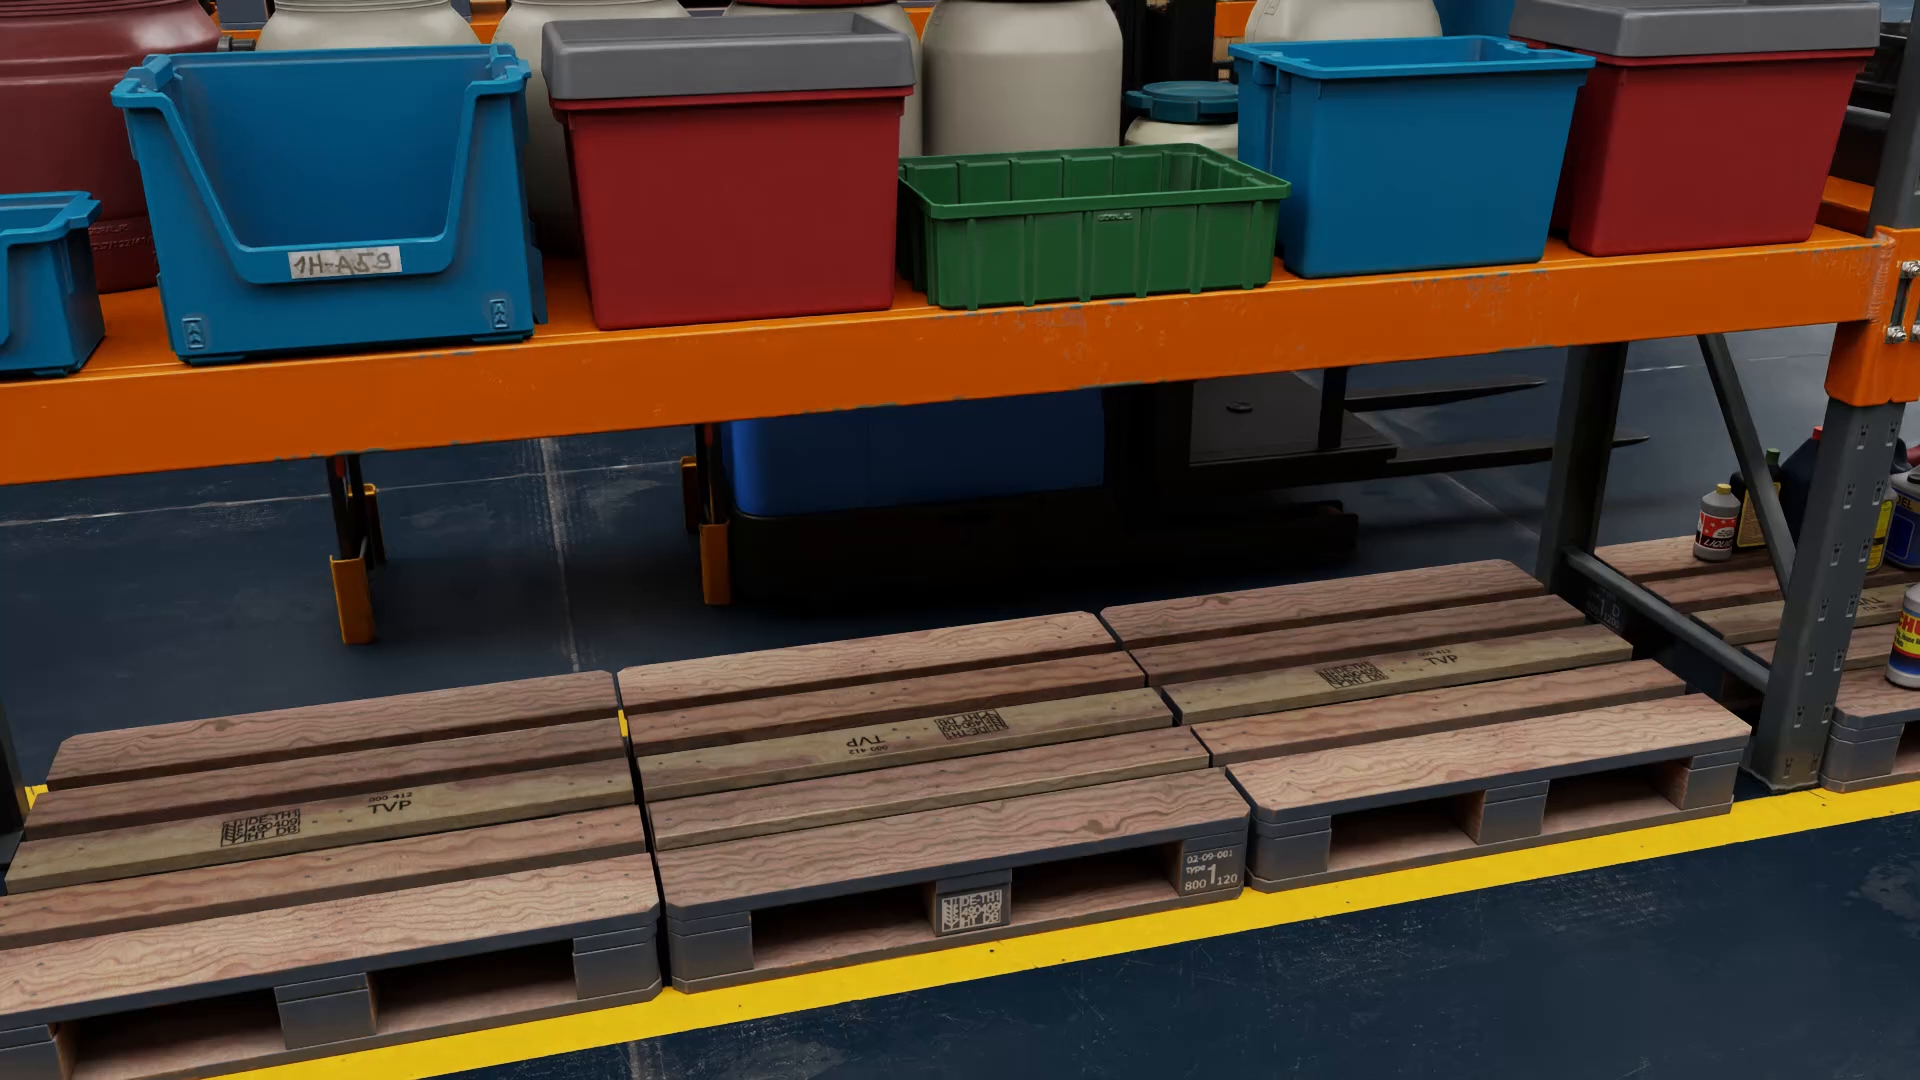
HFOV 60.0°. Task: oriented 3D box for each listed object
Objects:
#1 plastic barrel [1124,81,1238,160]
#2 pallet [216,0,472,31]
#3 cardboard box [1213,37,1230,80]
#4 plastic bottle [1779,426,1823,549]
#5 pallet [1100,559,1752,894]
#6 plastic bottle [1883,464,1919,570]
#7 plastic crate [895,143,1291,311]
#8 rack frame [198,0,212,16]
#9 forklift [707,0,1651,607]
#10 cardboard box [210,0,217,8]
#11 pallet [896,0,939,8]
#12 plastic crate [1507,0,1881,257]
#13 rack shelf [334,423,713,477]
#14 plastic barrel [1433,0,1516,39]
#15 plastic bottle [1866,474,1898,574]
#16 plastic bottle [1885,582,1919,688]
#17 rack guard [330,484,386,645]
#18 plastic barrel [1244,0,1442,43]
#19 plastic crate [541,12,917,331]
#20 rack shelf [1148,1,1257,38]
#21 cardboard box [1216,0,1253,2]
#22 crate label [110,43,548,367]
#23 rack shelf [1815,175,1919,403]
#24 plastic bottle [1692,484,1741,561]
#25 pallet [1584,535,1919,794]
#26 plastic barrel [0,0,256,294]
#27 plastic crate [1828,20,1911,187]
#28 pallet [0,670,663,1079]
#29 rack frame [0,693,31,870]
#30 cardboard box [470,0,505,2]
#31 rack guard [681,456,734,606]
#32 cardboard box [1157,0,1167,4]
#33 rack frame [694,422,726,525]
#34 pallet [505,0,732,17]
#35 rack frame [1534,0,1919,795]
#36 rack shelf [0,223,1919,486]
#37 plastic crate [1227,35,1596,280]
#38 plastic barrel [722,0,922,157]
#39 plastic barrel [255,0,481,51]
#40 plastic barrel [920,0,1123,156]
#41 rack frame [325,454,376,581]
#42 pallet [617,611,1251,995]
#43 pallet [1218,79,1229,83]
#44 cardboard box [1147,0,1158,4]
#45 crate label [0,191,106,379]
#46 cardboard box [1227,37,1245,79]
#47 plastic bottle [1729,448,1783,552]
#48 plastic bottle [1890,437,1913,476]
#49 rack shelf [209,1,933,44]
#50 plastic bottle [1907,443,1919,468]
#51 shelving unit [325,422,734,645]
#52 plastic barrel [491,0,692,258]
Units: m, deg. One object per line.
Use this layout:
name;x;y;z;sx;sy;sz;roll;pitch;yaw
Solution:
plastic barrel;0.499;-0.835;3.568;0.301;0.262;0.301;0;23;0
pallet;-2.717;-2.464;7.432;1.003;0.211;1.213;-6;24;-14
cardboard box;1.604;-4.206;13.411;0.875;0.875;0.875;-7;24;-15
plastic bottle;2.357;-0.144;4.584;0.185;0.351;0.144;-7;24;-16
pallet;1.069;0.398;4.054;1.213;0.211;1.003;-6;24;-14
plastic bottle;2.606;-0.077;4.521;0.135;0.276;0.152;-6;24;-14
plastic crate;0.214;-0.591;3.093;0.662;0.188;0.450;-6;24;-14
rack frame;-3.375;-2.436;7.123;0.127;3.000;1.000;-6;24;-14
forklift;0.727;-1.458;4.932;3.031;2.935;1.130;-6;24;-13
cardboard box;-5.205;-3.546;11.397;0.500;0.250;0.500;-7;24;-16
pallet;-0.298;-2.747;8.092;1.213;0.211;1.003;-6;24;-14
plastic crate;1.431;-0.843;3.330;0.583;0.464;0.402;-6;24;-14
rack shelf;-1.239;-0.399;4.735;1.000;0.185;0.538;-6;24;-13
plastic barrel;1.361;-1.286;3.806;0.708;0.901;0.600;-6;24;-14
plastic bottle;2.396;-0.090;4.456;0.185;0.351;0.144;-6;24;-14
plastic bottle;2.240;0.203;3.876;0.097;0.271;0.097;0;23;0
rack guard;-1.730;0.060;4.793;0.087;0.250;0.587;-6;24;-13
plastic barrel;0.834;-1.025;3.663;0.433;0.535;0.433;0;23;0
plastic crate;-0.398;-0.641;2.858;0.583;0.464;0.402;-6;24;-14
rack shelf;2.402;-2.744;8.754;4.000;0.370;1.077;-6;24;-14
cardboard box;1.242;-2.714;8.089;0.250;0.149;0.380;-6;24;-14
crate label;-1.007;-0.575;2.740;0.616;0.435;0.502;-6;24;-14
rack shelf;3.740;-0.864;4.371;4.000;0.370;1.077;-6;24;-14
plastic bottle;2.080;-0.055;4.564;0.097;0.201;0.097;0;23;0
pallet;2.473;0.244;4.413;1.213;0.211;1.003;-6;24;-14
plastic barrel;-1.672;-0.782;3.097;0.708;0.536;0.600;-6;24;-14
plastic crate;2.353;-0.960;3.763;0.504;0.338;0.767;-6;24;-14
pallet;-1.280;0.658;3.448;1.213;0.211;1.003;-6;24;-14
rack frame;-2.037;-0.555;2.740;0.127;3.000;1.000;-6;24;-14
cardboard box;-3.166;-3.614;12.189;0.750;0.750;1.050;-6;24;-14
rack guard;-0.766;-0.038;5.023;0.087;0.250;0.587;-6;24;-13
cardboard box;1.009;-2.677;8.003;0.250;0.149;0.380;-6;24;-14
rack frame;-0.747;-0.615;4.781;0.032;1.500;0.500;-6;24;-13
pallet;-1.480;-2.574;7.688;1.213;0.211;1.003;-6;24;-14
rack frame;1.815;-0.981;3.733;0.127;3.000;1.000;-6;24;-14
rack shelf;-0.111;-0.438;3.378;4.000;0.370;1.077;-6;24;-14
plastic crate;0.837;-0.738;3.187;0.575;0.384;0.392;-6;24;-14
plastic barrel;-0.289;-0.901;3.373;0.433;0.535;0.433;0;23;0
plastic barrel;-1.104;-0.797;3.162;0.421;0.512;0.421;0;23;0
plastic barrel;0.128;-0.947;3.481;0.433;0.535;0.433;0;23;0
rack frame;-1.731;-0.514;4.547;0.032;1.500;0.500;-6;24;-13
pallet;-0.108;0.530;3.748;1.213;0.211;1.003;-6;24;-14
pallet;2.337;-3.785;13.804;1.213;0.211;1.003;-6;24;-14
cardboard box;0.765;-2.655;7.952;0.250;0.149;0.380;-6;24;-14
crate label;-1.530;-0.381;2.546;0.416;0.233;0.303;-6;24;-14
cardboard box;2.450;-4.301;13.632;0.875;0.875;0.875;-6;24;-14
plastic bottle;2.189;-0.112;4.593;0.133;0.283;0.061;-5;24;-12
plastic bottle;2.542;-0.165;4.631;0.185;0.351;0.144;-8;24;-17
rack shelf;-1.449;-2.318;7.761;4.000;0.370;1.077;-6;24;-14
plastic bottle;2.687;-0.167;4.722;0.133;0.283;0.061;-5;24;-11
shelving unit;-1.248;-0.564;4.661;1.083;1.500;0.587;-6;24;-13
plastic barrel;-0.698;-0.842;3.267;0.421;0.512;0.421;0;23;0
